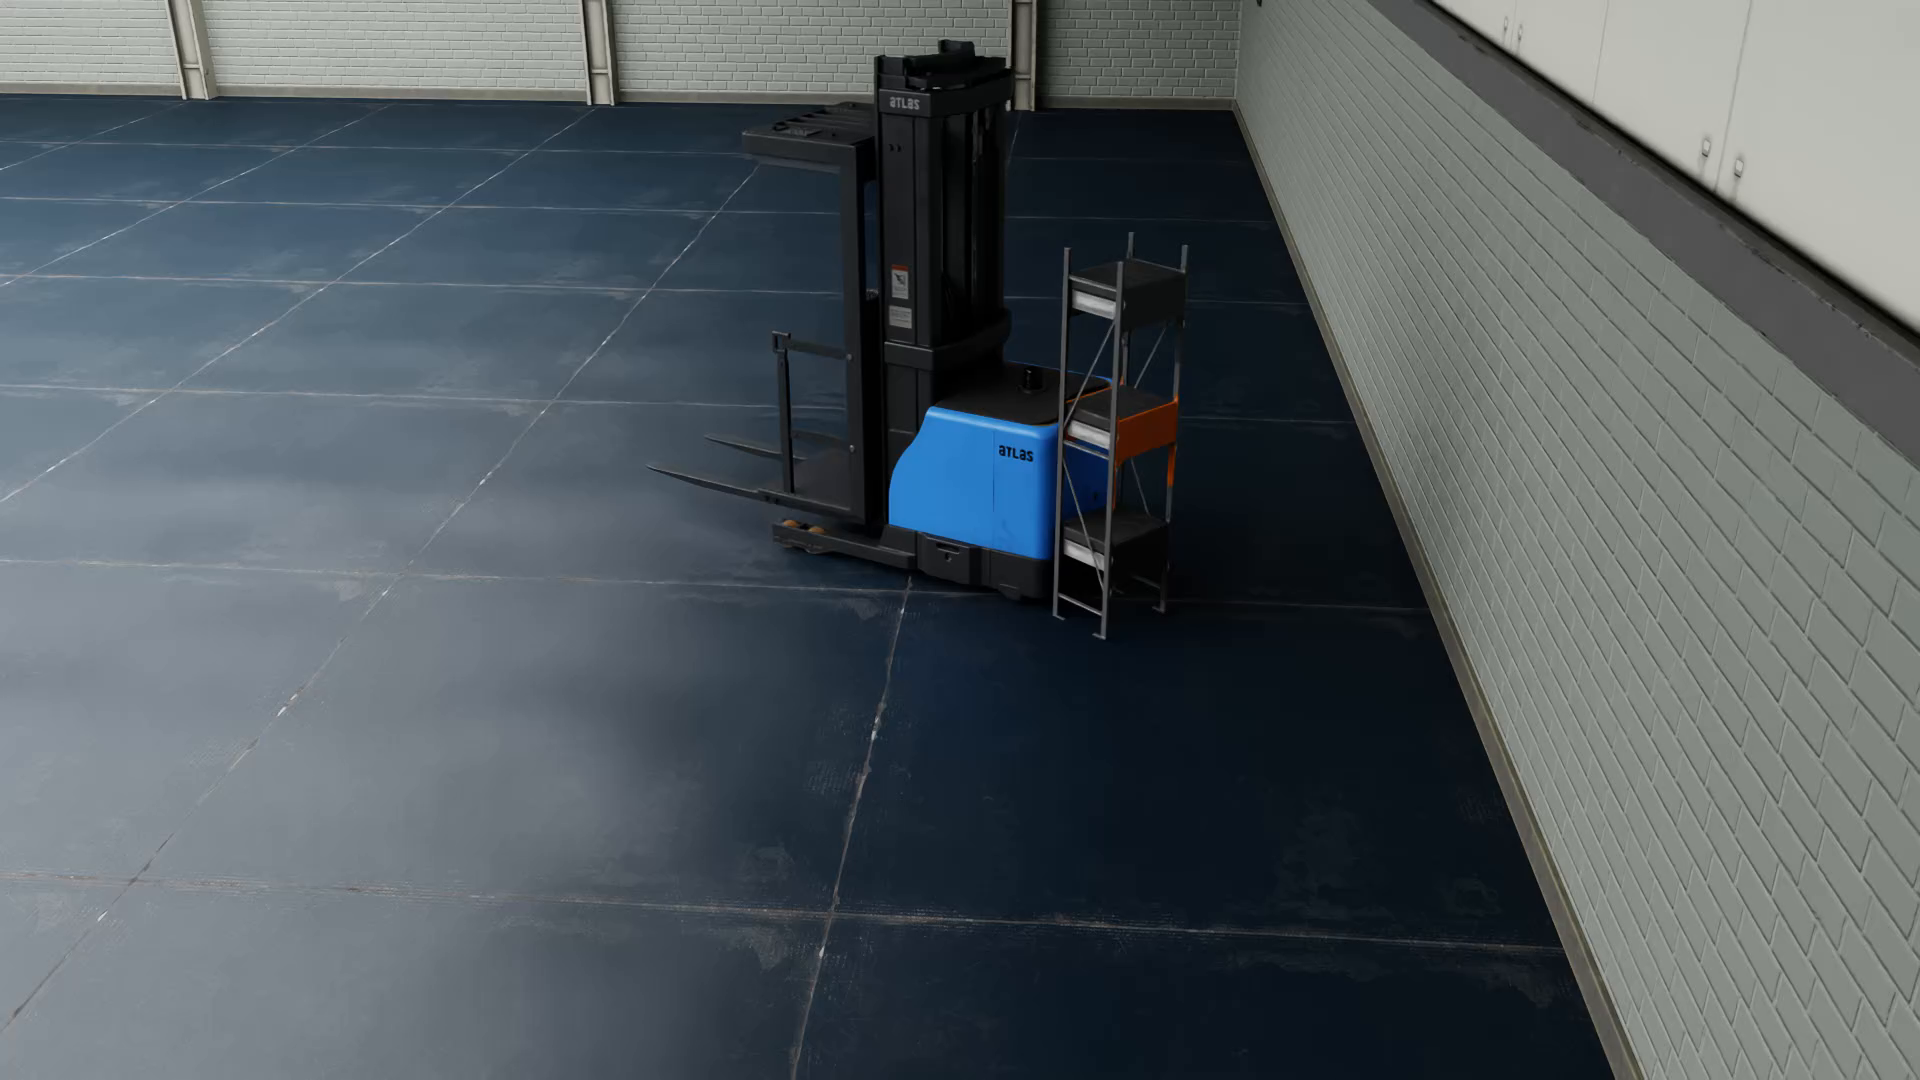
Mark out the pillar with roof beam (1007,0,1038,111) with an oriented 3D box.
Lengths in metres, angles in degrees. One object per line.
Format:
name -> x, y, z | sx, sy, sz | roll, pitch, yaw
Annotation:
pillar with roof beam -> 0.536, -8.381, 17.698 | 0.400, 9.000, 9.100 | 2, 25, 4

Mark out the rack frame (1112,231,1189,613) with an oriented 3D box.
rack frame -> 1.024, -0.606, 9.055 | 0.015, 2.100, 0.400 | -21, 32, -38

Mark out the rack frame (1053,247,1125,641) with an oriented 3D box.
rack frame -> 0.666, -0.470, 8.753 | 0.015, 2.100, 0.400 | -21, 32, -38

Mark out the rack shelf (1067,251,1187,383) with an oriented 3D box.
rack shelf -> 0.848, -1.163, 8.619 | 0.480, 0.518, 0.431 | -21, 32, -38

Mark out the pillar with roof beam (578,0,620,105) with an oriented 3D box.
pillar with roof beam -> -5.446, -8.573, 18.115 | 0.400, 9.000, 9.100 | 2, 25, 4

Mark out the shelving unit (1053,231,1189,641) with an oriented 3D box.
shelving unit -> 0.845, -0.538, 8.904 | 0.503, 2.100, 0.431 | -21, 32, -38

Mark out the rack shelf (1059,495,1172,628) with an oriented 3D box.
rack shelf -> 0.842, 0.111, 9.199 | 0.480, 0.518, 0.431 | -21, 32, -38

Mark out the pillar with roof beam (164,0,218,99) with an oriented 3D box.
pillar with roof beam -> -11.428, -8.765, 18.532 | 0.400, 9.000, 9.100 | 2, 25, 4

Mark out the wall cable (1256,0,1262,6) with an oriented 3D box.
wall cable -> 3.702, -8.119, 20.843 | 0.112, 2.526, 3.097 | 2, 25, 4

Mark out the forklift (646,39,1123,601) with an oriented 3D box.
forklift -> -0.557, -1.420, 9.830 | 3.031, 2.935, 1.130 | 13, 28, 27

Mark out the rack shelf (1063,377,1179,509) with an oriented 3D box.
rack shelf -> 0.845, -0.526, 8.909 | 0.480, 0.518, 0.431 | -21, 32, -38
